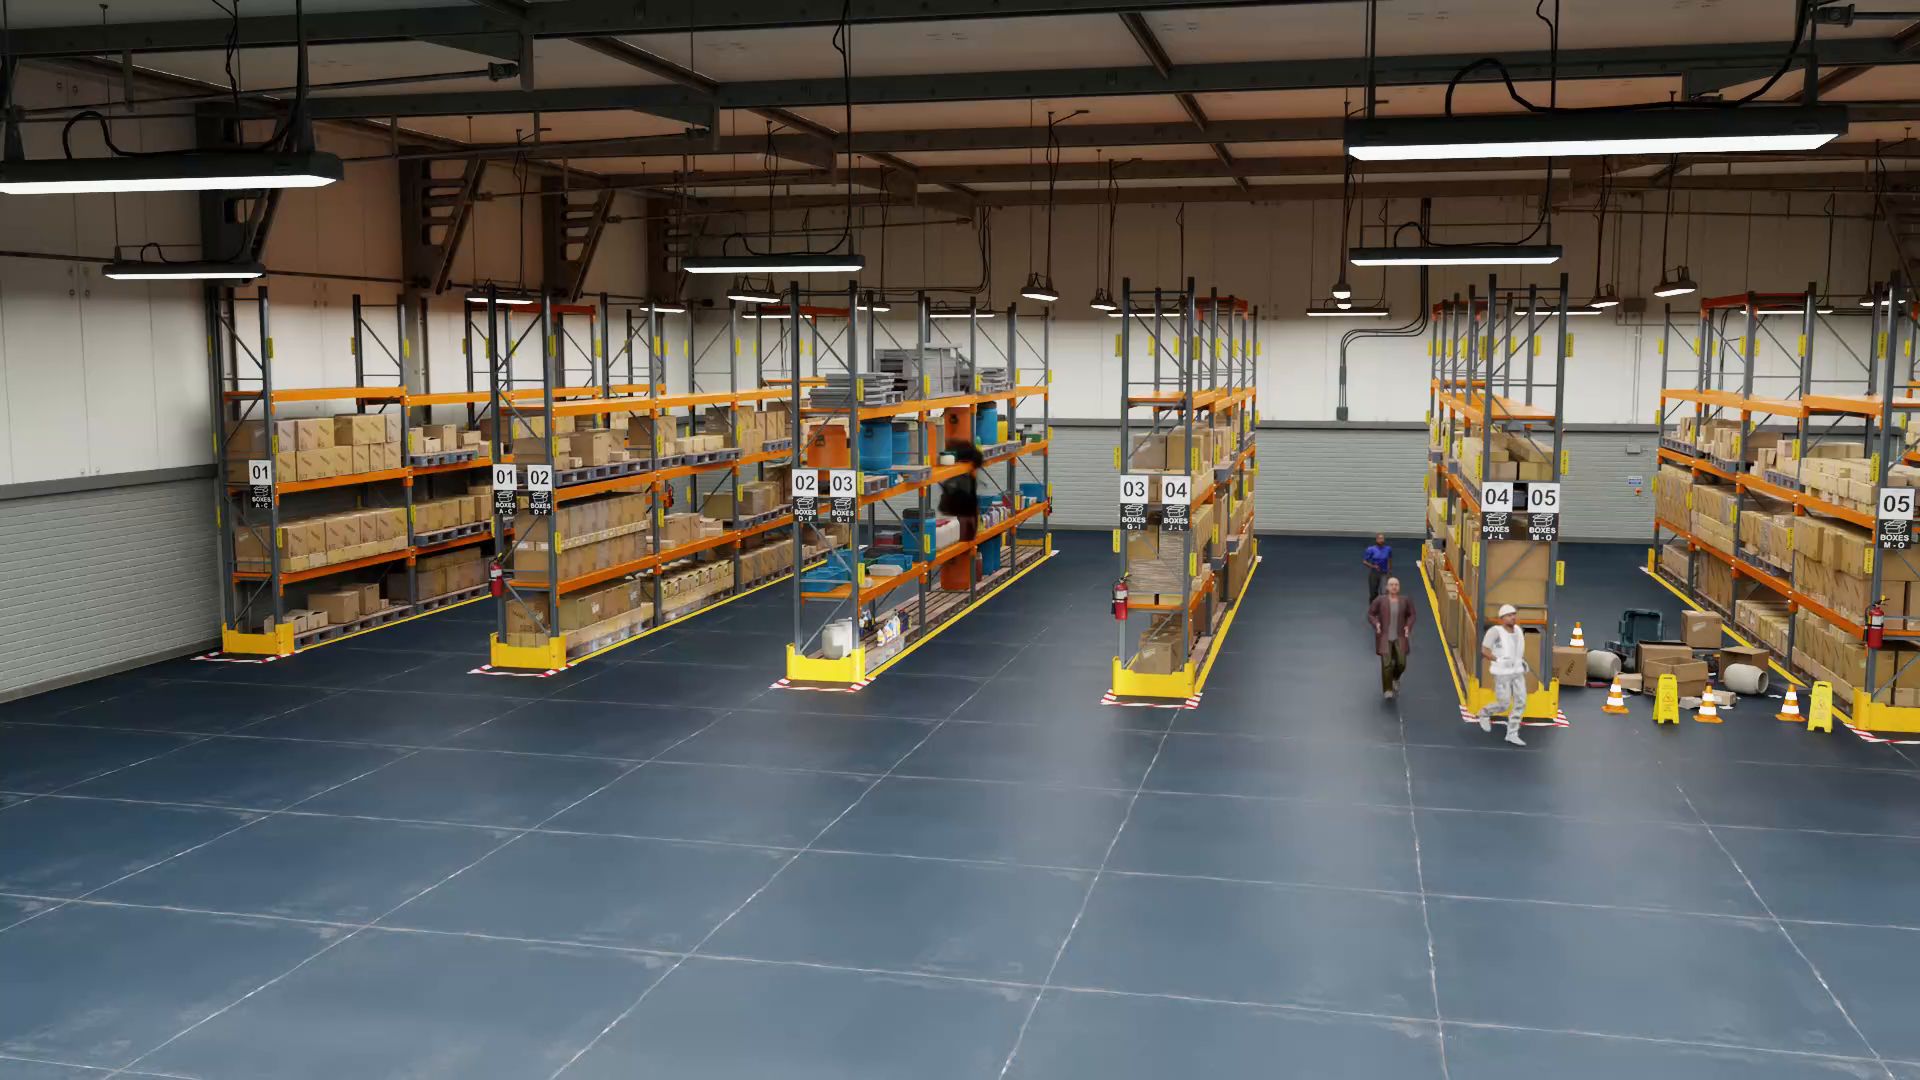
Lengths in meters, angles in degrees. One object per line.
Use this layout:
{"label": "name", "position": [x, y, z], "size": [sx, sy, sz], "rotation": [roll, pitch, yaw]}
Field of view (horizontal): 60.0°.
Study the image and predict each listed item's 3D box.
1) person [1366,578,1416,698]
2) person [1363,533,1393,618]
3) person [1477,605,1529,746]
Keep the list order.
{"label": "person", "position": [6.195, 1.404, 23.858], "size": [0.708, 1.729, 0.649], "rotation": [1, 7, 8]}
{"label": "person", "position": [7.630, 0.700, 30.359], "size": [0.571, 1.687, 0.846], "rotation": [1, 7, 6]}
{"label": "person", "position": [6.955, 1.704, 21.257], "size": [0.681, 1.773, 0.727], "rotation": [-3, 7, -23]}
